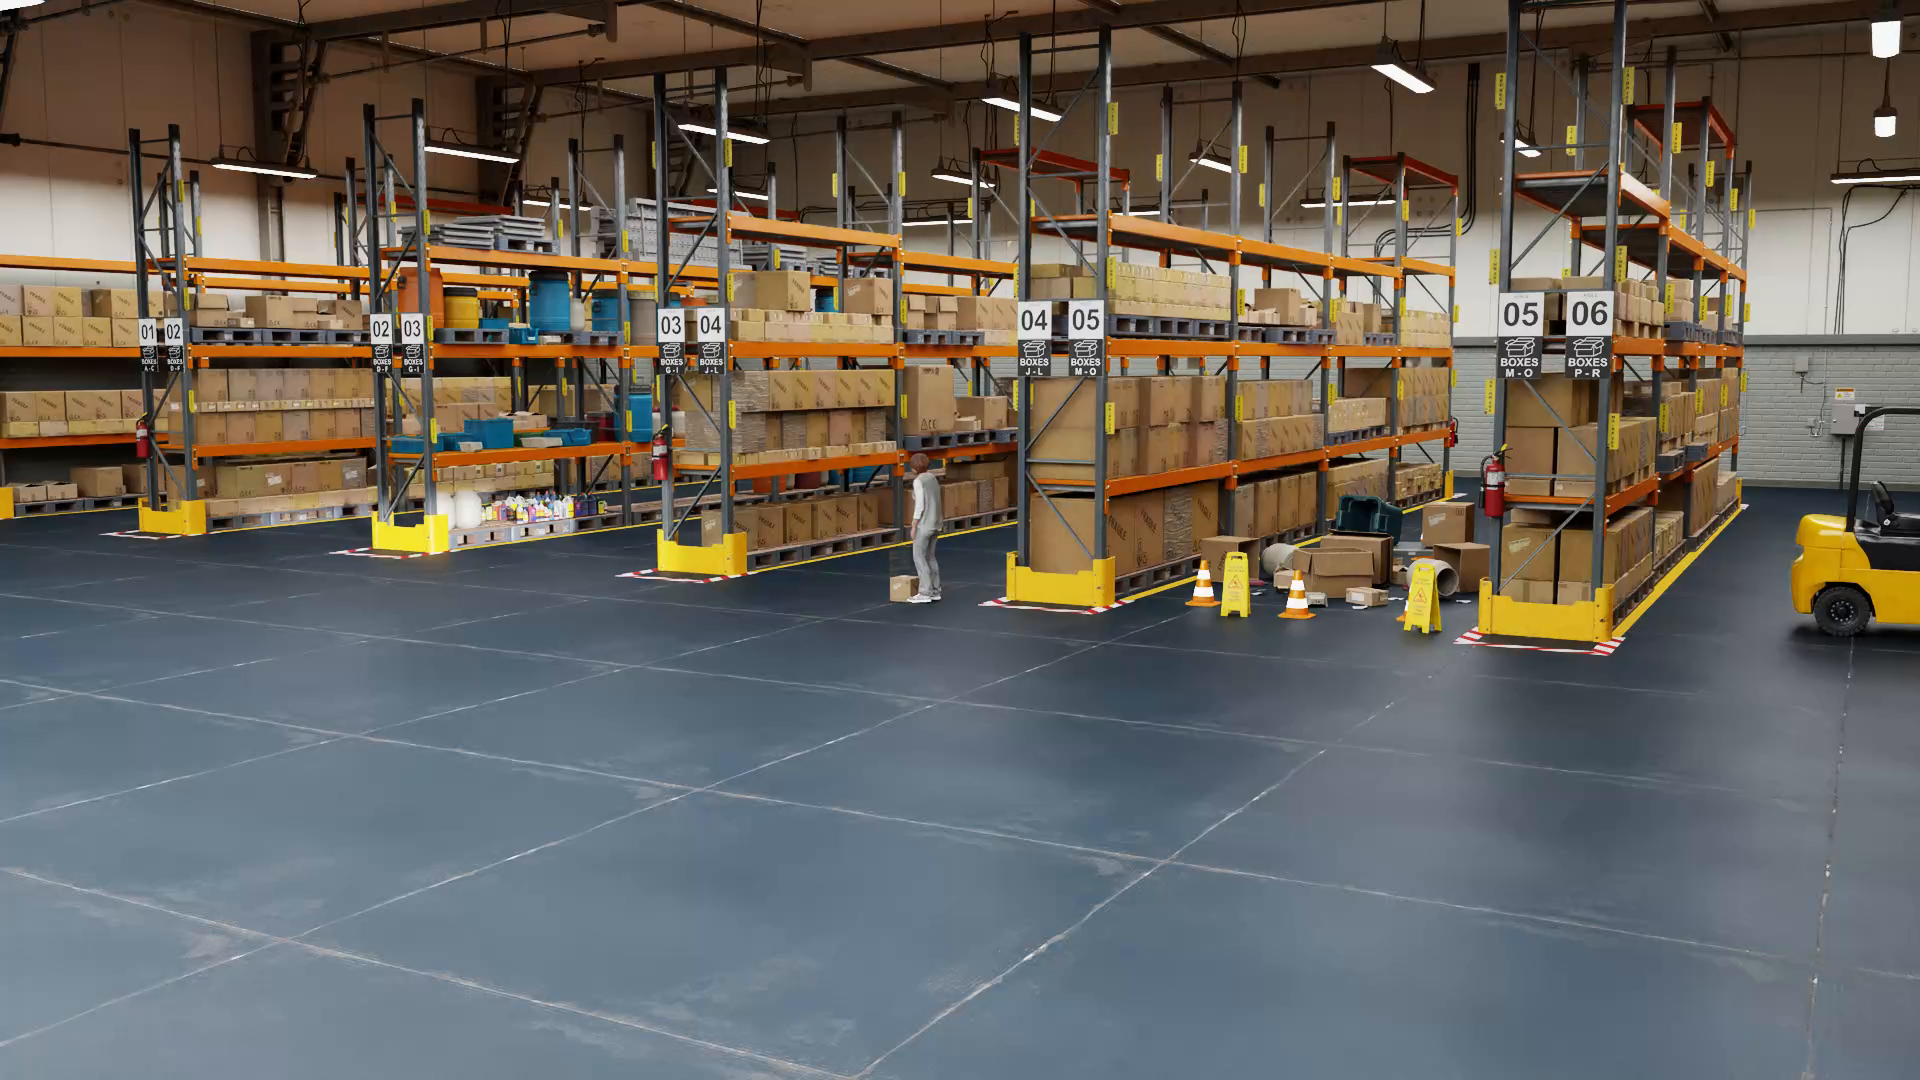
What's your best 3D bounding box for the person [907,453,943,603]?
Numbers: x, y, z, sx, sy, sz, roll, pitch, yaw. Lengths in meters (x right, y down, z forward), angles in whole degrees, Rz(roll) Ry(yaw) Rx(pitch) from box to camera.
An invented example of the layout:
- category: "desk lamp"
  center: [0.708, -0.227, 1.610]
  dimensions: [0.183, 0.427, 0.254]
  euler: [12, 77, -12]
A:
- category: "person"
  center: [-0.368, -0.130, 17.776]
  dimensions: [0.345, 1.592, 0.464]
  euler: [3, 7, 28]
